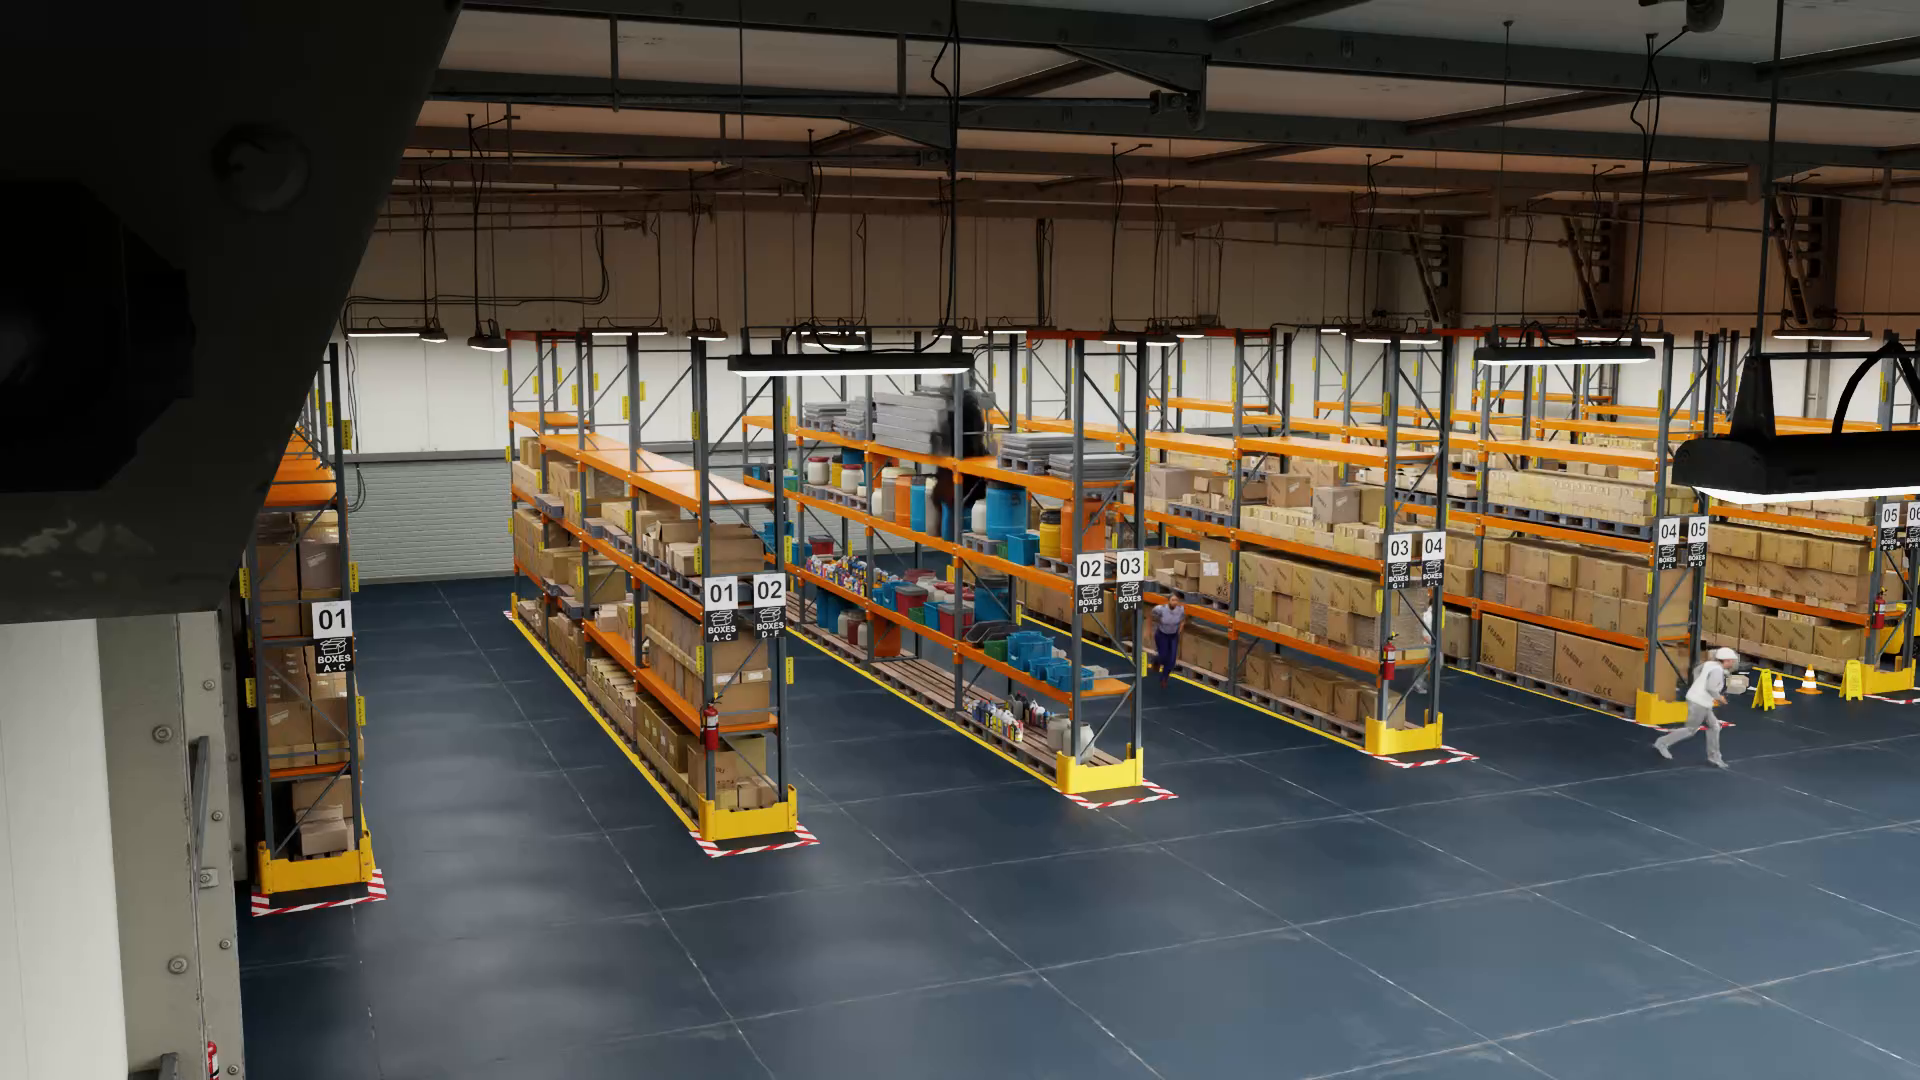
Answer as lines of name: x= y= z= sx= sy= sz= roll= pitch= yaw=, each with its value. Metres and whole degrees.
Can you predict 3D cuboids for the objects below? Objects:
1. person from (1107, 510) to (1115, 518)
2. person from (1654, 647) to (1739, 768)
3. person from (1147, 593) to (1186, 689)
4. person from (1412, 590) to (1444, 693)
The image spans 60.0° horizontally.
person: x=3.563 y=0.069 z=40.082 sx=0.616 sy=1.707 sz=0.714 roll=-1 pitch=8 yaw=-4
person: x=10.331 y=2.344 z=23.369 sx=1.044 sy=1.729 sz=0.696 roll=1 pitch=8 yaw=10
person: x=3.363 y=1.622 z=26.983 sx=0.597 sy=1.575 sz=0.692 roll=-2 pitch=8 yaw=-17
person: x=7.810 y=1.694 z=27.833 sx=0.672 sy=1.747 sz=0.529 roll=-5 pitch=9 yaw=-33
